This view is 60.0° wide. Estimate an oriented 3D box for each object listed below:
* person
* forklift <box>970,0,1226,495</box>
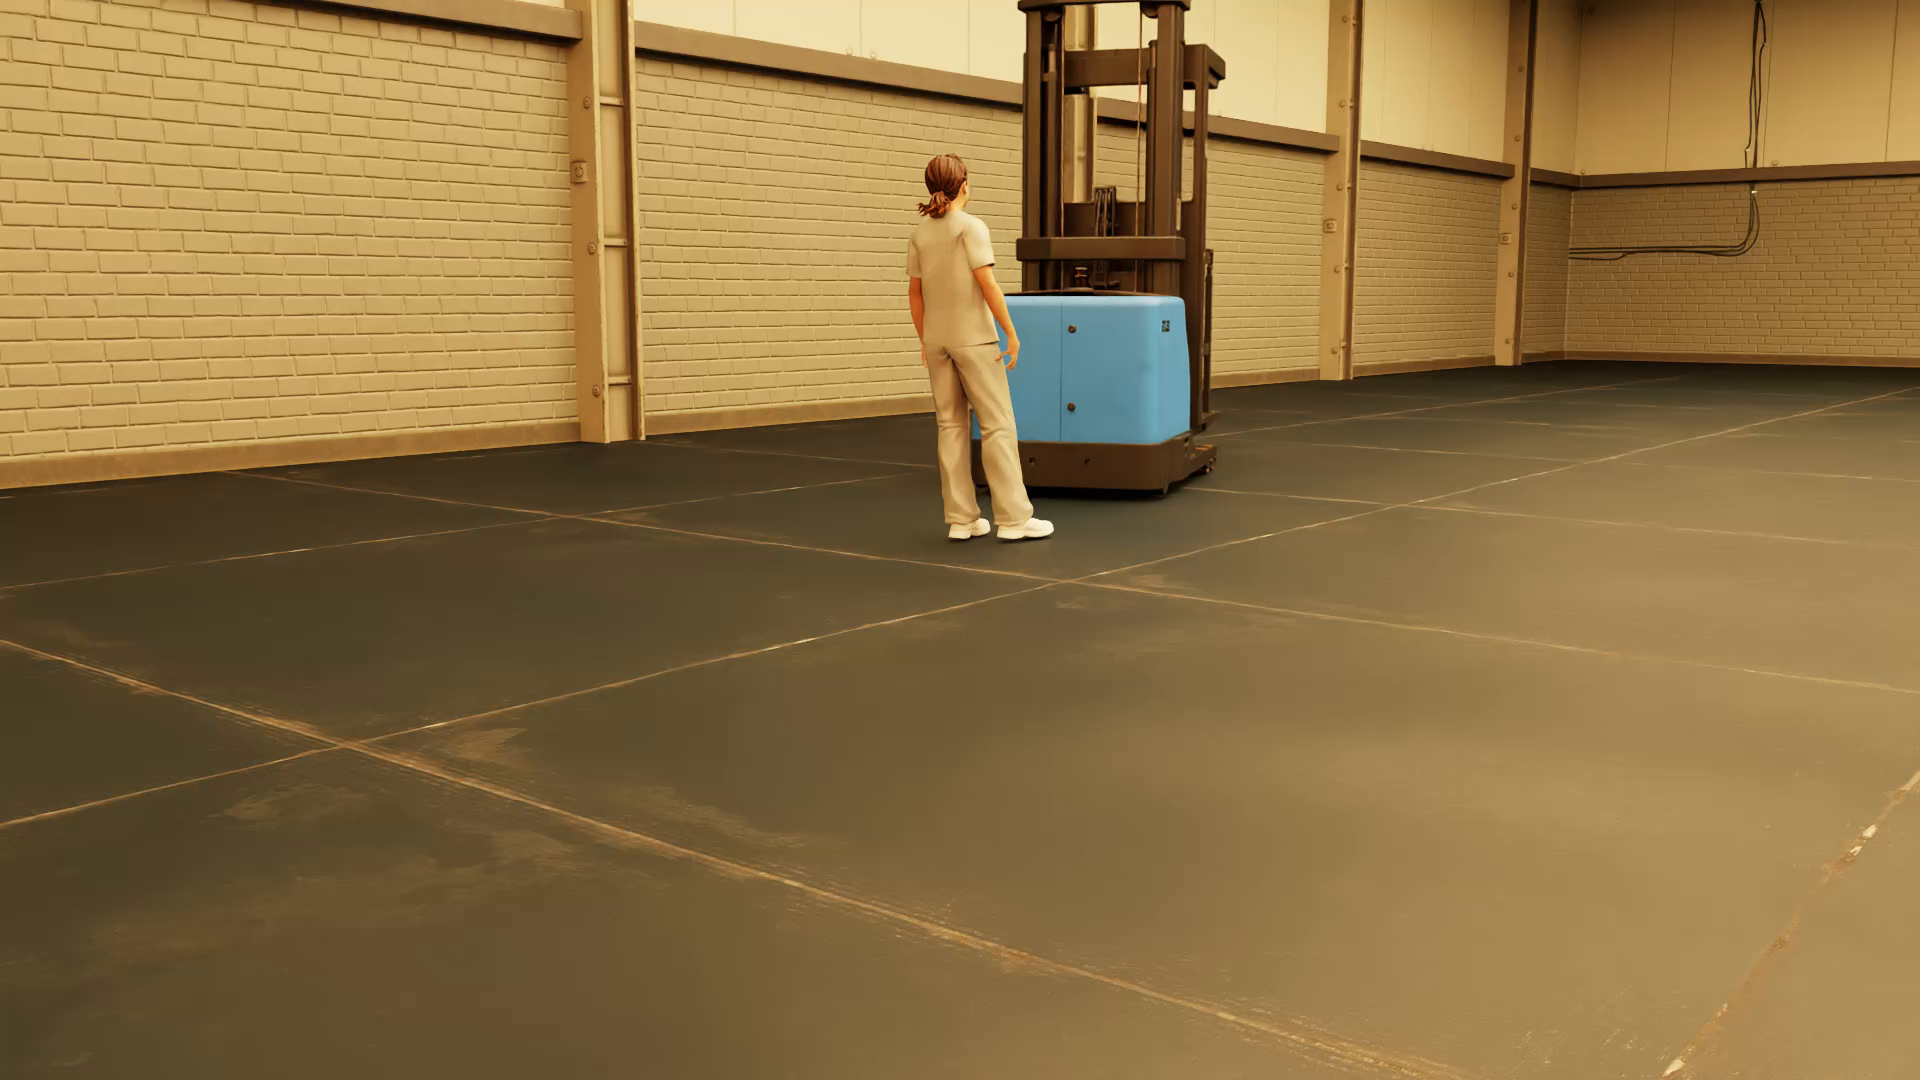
[{"bbox_3d":[0.057,-0.839,7.331,0.549,1.665,0.549,7,11,38],"label":"person"},{"bbox_3d":[0.976,-1.867,10.039,1.130,2.935,3.031,3,9,17],"label":"forklift"}]
